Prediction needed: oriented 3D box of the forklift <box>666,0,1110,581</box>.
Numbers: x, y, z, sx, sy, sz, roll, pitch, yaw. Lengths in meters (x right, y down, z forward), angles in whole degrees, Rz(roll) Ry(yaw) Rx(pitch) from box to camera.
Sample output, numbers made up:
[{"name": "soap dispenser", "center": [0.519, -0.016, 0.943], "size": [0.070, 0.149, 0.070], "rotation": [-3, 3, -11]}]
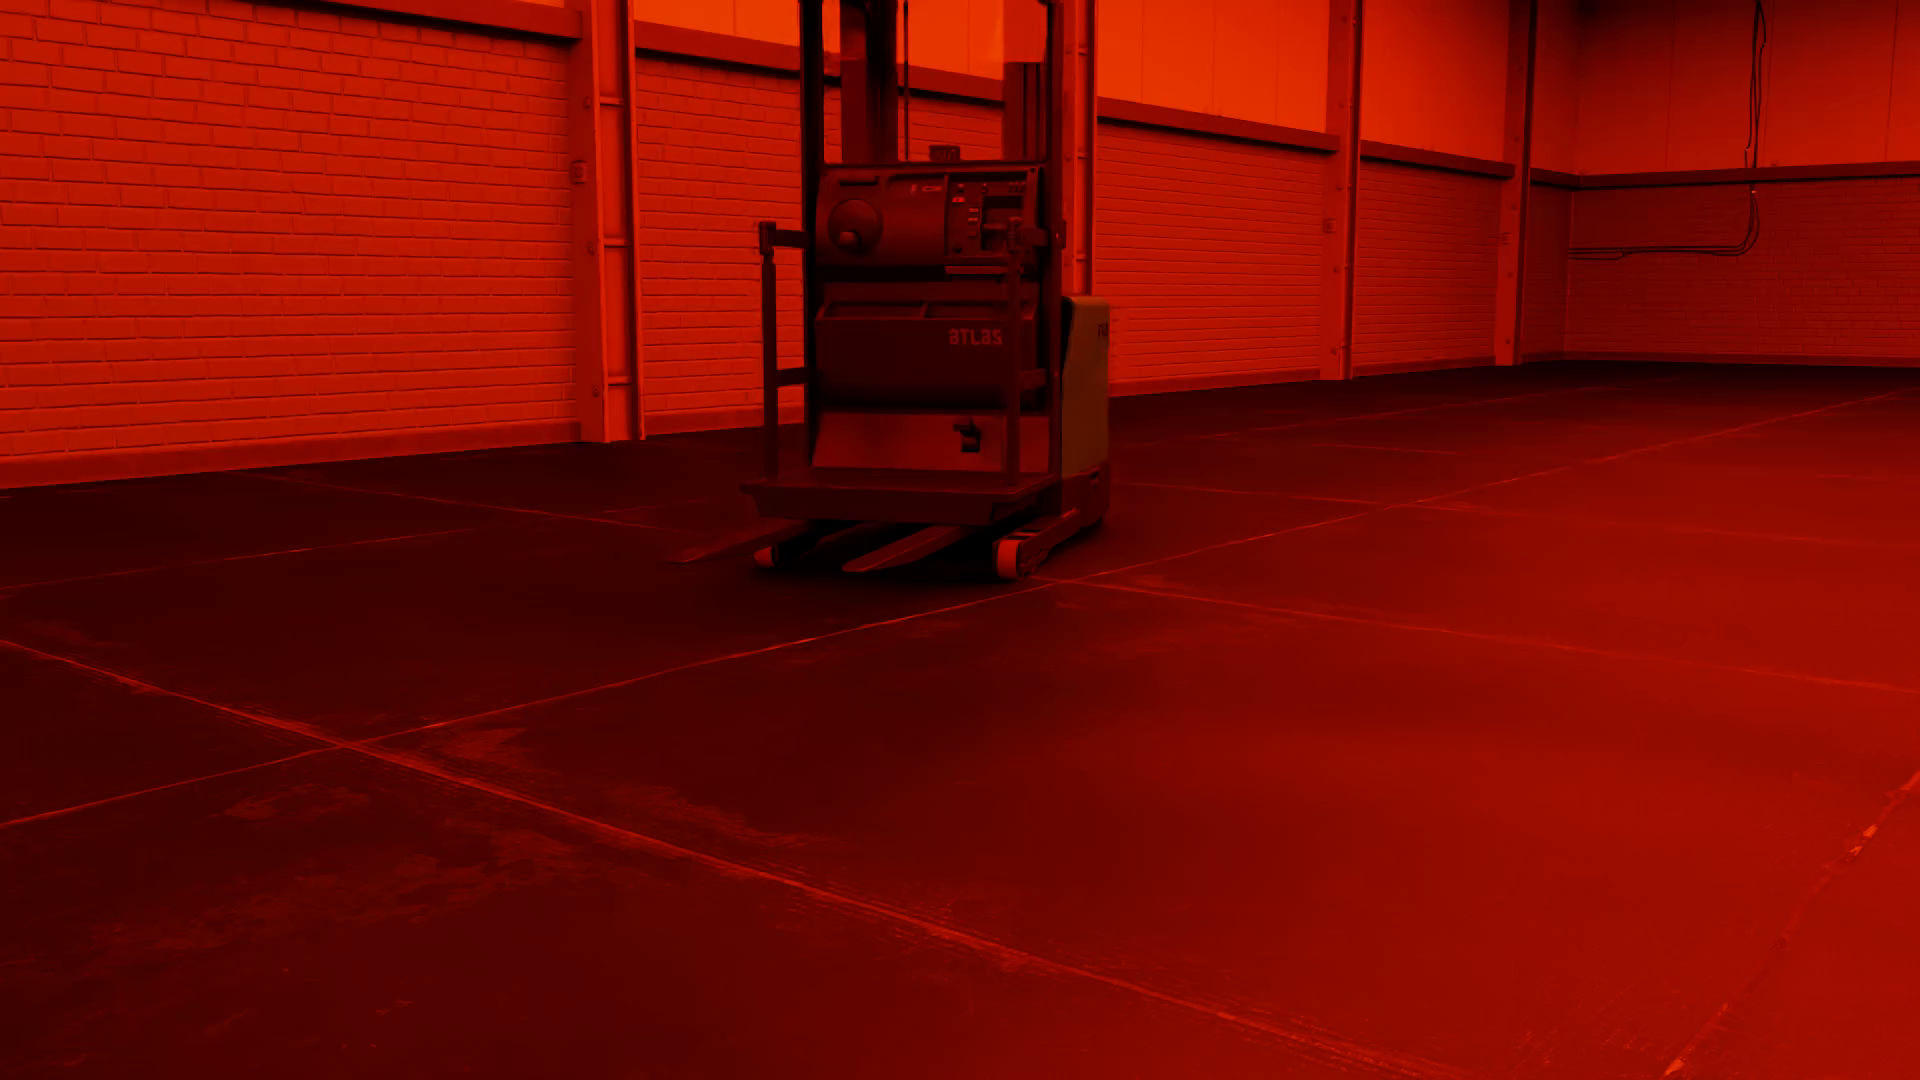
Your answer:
[{"name": "forklift", "center": [-0.198, -1.355, 6.545], "size": [1.130, 2.935, 3.031], "rotation": [3, 9, 17]}]
